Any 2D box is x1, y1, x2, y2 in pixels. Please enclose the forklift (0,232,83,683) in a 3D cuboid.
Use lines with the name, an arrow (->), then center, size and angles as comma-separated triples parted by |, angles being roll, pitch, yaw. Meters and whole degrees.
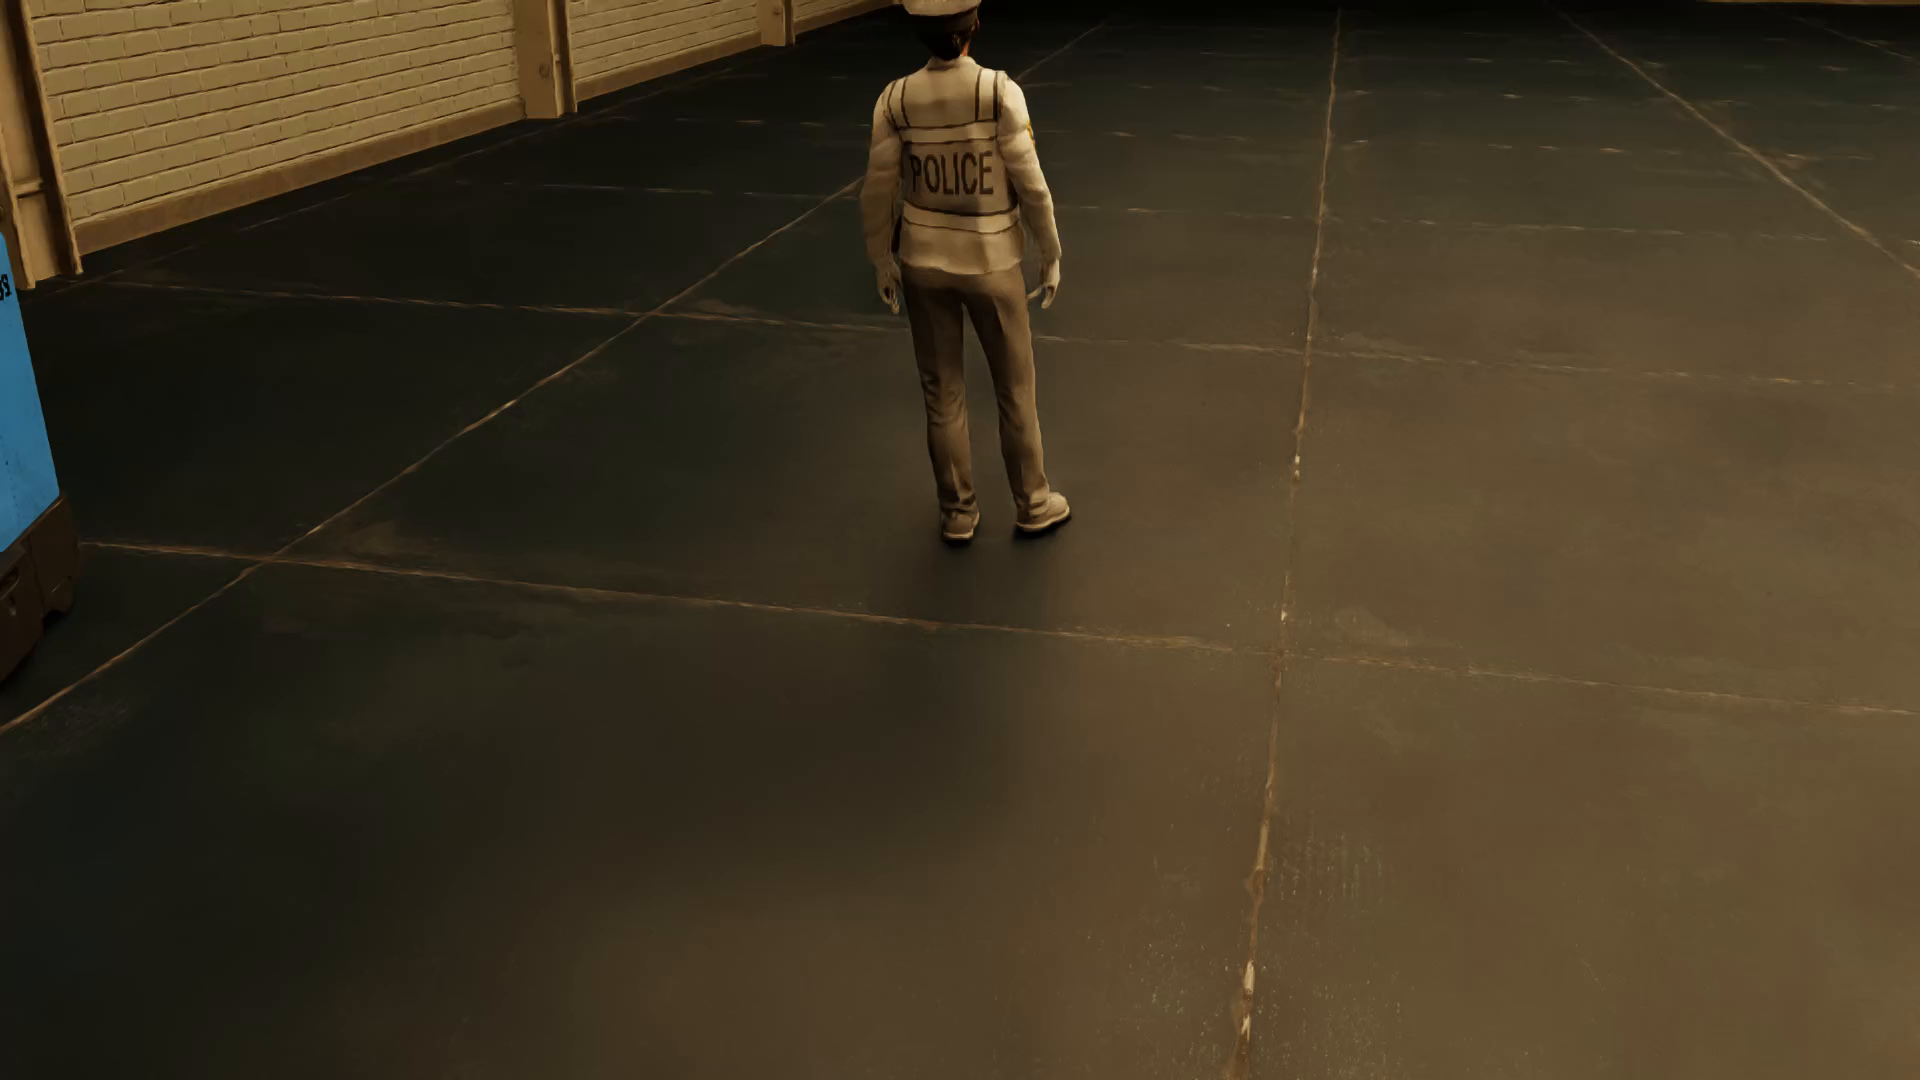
forklift -> -2.819, -0.634, 2.822 | 1.130, 2.935, 3.031 | -3, 22, -7

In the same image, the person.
person -> 0.022, -0.816, 4.886 | 0.586, 1.695, 0.532 | 5, 23, 11
